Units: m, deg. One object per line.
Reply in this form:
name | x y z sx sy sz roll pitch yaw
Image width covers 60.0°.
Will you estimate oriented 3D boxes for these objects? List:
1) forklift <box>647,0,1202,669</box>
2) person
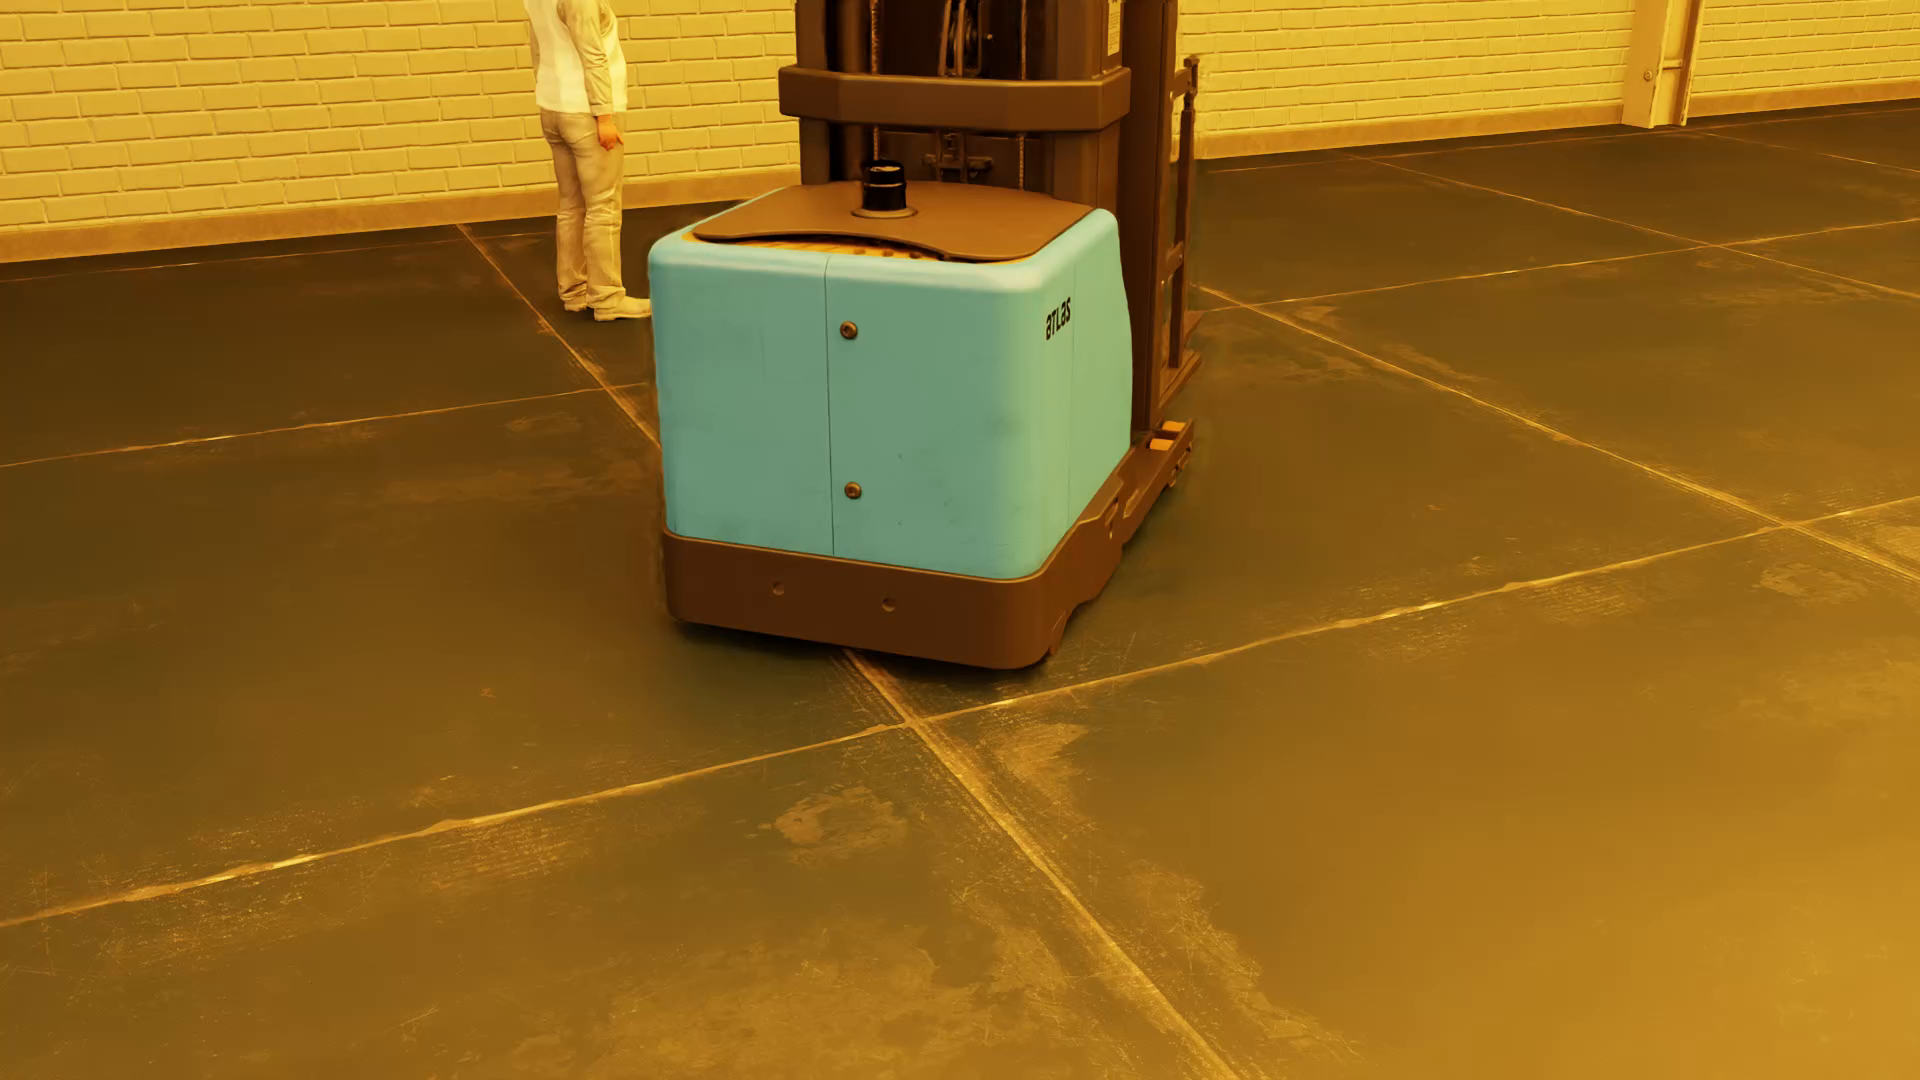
forklift | 0.168 -1.567 5.059 1.130 2.935 3.031 7 24 17
person | -1.649 -1.873 7.304 0.362 1.776 0.528 -18 29 -37
